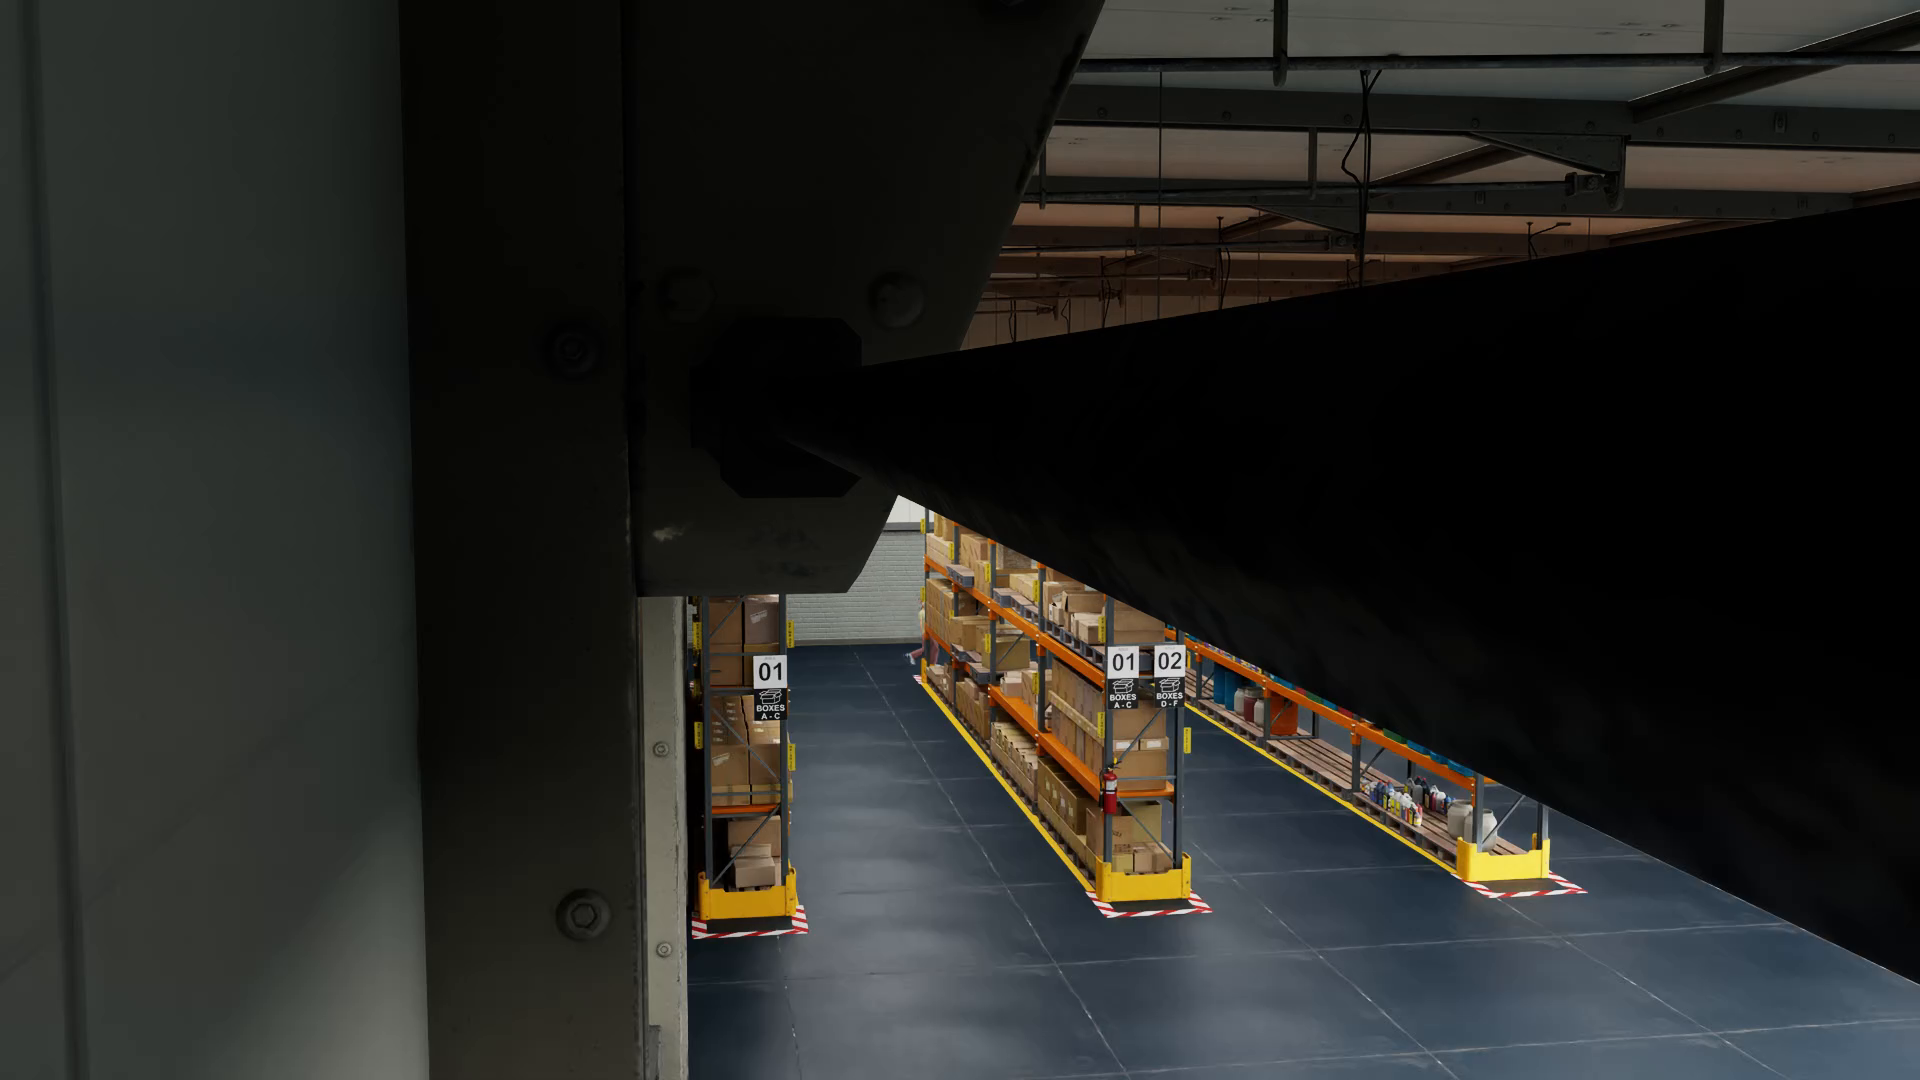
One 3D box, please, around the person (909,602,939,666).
[{"bbox_3d":[-0.778,2.148,38.299,0.738,1.607,0.496,3,6,29],"label":"person"}]
